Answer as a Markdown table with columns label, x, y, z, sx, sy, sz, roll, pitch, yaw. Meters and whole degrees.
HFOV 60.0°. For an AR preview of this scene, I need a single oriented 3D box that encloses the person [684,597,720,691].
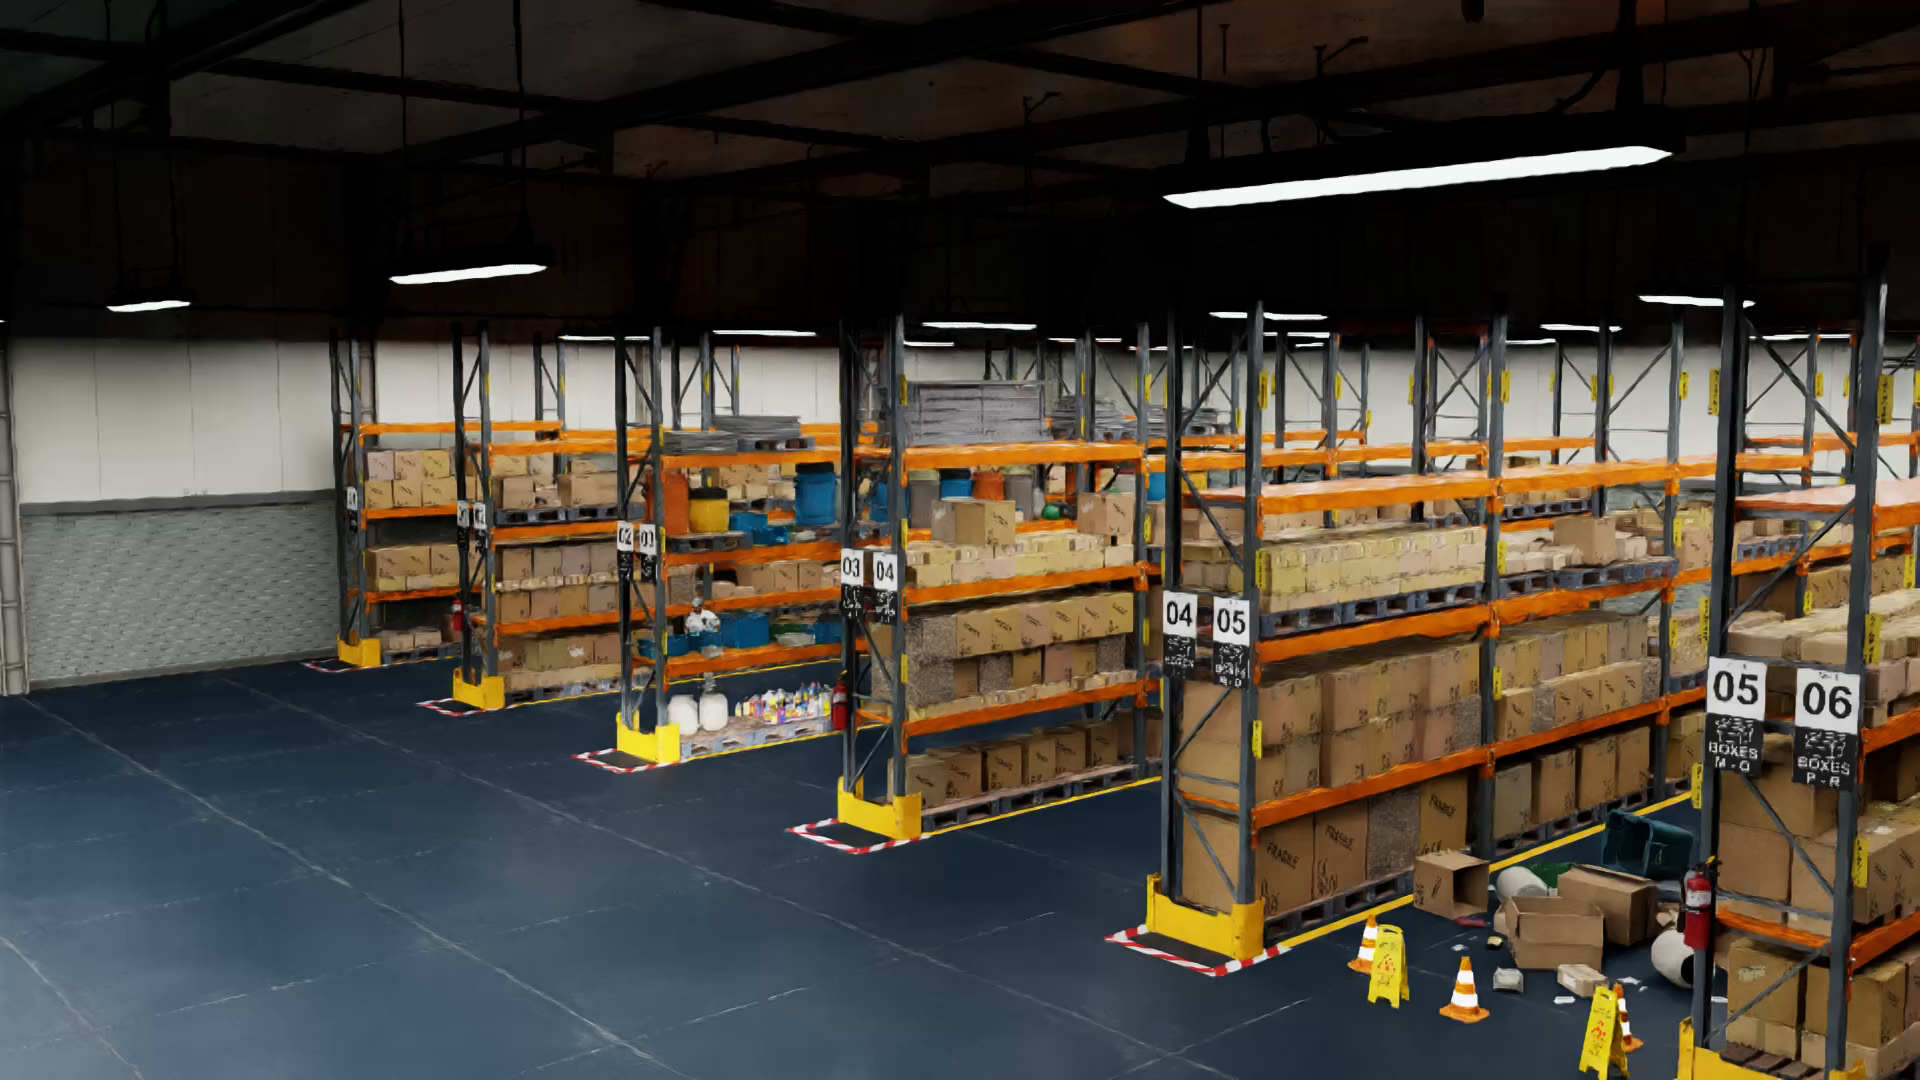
| label | x | y | z | sx | sy | sz | roll | pitch | yaw |
| --- | --- | --- | --- | --- | --- | --- | --- | --- | --- |
| person | -4.131 | 1.695 | 27.025 | 0.660 | 1.596 | 0.811 | 3 | 6 | 29 |

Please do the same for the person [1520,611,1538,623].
| label | x | y | z | sx | sy | sz | roll | pitch | yaw |
| --- | --- | --- | --- | --- | --- | --- | --- | --- | --- |
| person | 8.815 | 1.820 | 25.519 | 0.677 | 1.673 | 0.530 | 6 | 8 | 45 |

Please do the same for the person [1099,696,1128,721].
| label | x | y | z | sx | sy | sz | roll | pitch | yaw |
| --- | --- | --- | --- | --- | --- | --- | --- | --- | --- |
| person | 2.262 | 1.904 | 24.933 | 0.820 | 1.600 | 0.589 | -4 | 7 | -36 |
